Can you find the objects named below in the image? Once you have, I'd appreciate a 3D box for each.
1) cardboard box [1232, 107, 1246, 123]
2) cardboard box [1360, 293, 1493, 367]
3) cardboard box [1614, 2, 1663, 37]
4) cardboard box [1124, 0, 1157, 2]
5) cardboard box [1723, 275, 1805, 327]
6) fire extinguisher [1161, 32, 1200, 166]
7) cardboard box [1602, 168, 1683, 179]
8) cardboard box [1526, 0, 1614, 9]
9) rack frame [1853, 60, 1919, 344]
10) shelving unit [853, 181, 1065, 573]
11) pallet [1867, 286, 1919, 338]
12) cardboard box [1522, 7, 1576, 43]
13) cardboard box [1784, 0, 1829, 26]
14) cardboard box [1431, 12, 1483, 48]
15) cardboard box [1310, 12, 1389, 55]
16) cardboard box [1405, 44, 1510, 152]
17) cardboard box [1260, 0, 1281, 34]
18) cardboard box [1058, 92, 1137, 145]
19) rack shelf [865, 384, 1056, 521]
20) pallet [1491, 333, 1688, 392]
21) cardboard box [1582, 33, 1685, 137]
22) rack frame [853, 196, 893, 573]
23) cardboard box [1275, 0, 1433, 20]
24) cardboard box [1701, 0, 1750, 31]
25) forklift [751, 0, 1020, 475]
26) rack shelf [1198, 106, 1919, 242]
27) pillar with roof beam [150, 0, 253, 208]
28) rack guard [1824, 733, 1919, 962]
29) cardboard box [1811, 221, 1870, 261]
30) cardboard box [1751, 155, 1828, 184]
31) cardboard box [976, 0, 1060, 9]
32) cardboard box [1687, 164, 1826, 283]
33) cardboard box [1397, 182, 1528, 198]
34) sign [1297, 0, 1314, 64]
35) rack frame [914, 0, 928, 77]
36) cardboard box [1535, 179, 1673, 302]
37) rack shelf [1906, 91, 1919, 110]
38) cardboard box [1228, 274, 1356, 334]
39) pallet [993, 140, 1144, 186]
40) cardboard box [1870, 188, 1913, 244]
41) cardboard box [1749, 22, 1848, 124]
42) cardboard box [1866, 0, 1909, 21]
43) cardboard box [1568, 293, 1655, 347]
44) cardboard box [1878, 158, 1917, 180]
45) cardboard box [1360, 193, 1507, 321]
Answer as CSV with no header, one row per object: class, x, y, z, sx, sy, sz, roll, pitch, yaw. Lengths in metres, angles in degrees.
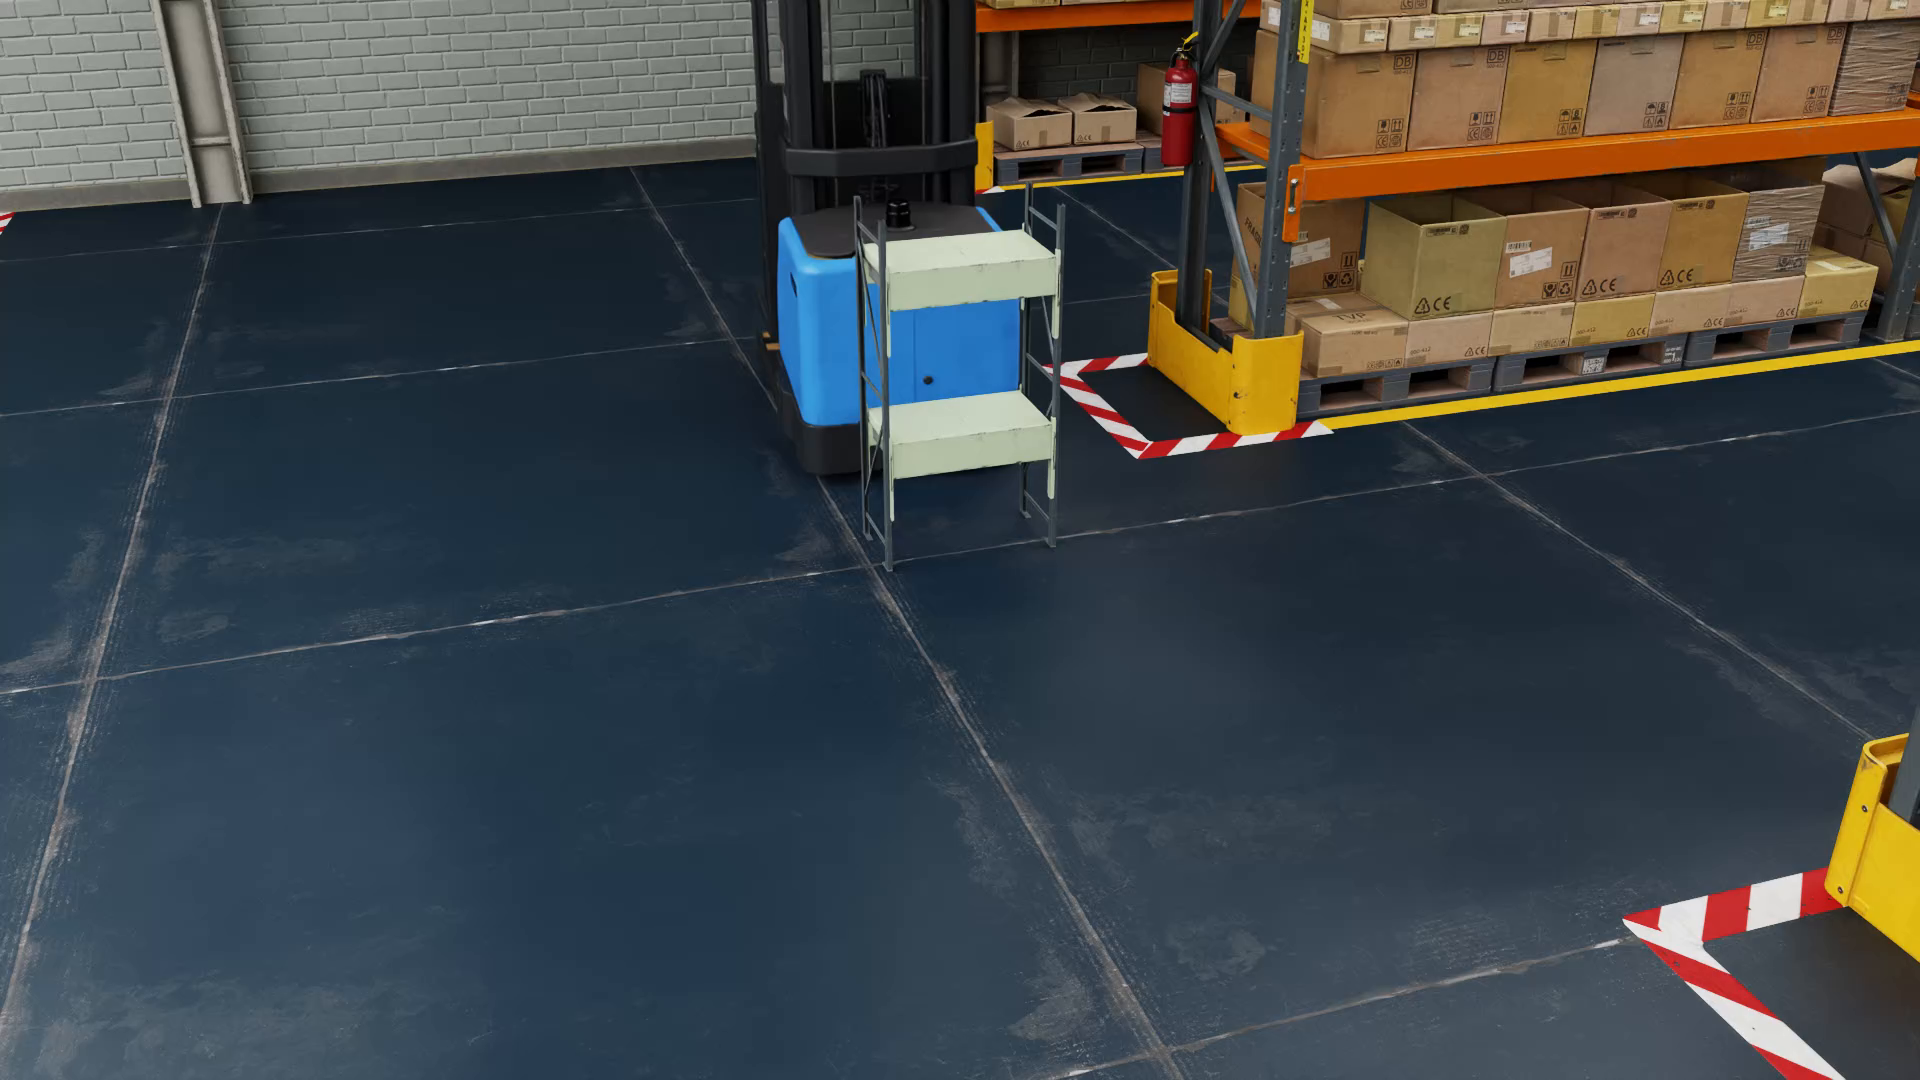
cardboard box,2.129,-3.484,13.605,0.250,0.149,0.380,-11,28,-20
cardboard box,2.443,-1.137,8.787,0.500,0.250,0.500,-8,28,-16
cardboard box,3.292,-2.640,8.353,0.250,0.149,0.380,-8,27,-16
cardboard box,1.390,-4.244,12.572,0.500,0.250,0.500,-9,28,-17
cardboard box,4.342,-1.417,9.351,0.500,0.250,0.500,-8,28,-16
fire extinguisher,1.134,-2.276,8.548,0.183,0.674,0.296,-8,28,-16
cardboard box,3.705,-1.905,9.490,0.500,0.500,0.500,-8,28,-16
cardboard box,2.866,-2.967,8.282,0.500,0.500,0.700,-8,28,-16
rack frame,5.194,-2.681,9.278,0.127,3.000,1.000,-8,28,-16
shelving unit,-0.006,-0.671,6.915,0.755,1.500,0.431,-8,28,-16
pallet,5.882,-1.550,10.135,1.213,0.211,1.003,-8,28,-16
cardboard box,2.811,-2.572,8.215,0.250,0.149,0.380,-9,28,-18
cardboard box,4.268,-2.782,8.638,0.250,0.149,0.380,-8,28,-16
cardboard box,2.318,-2.500,8.071,0.250,0.149,0.380,-8,28,-16
cardboard box,1.830,-2.429,7.927,0.250,0.149,0.380,-8,28,-16
cardboard box,2.336,-2.309,8.414,0.500,0.500,0.700,-8,27,-15
cardboard box,1.694,-2.599,8.270,0.250,0.149,0.380,-9,28,-17
cardboard box,1.080,-3.353,13.160,0.500,0.311,0.500,-6,27,-12
rack shelf,-0.006,-0.379,7.060,0.720,0.370,0.431,-8,28,-16
pallet,3.262,-1.171,9.371,1.213,0.211,1.003,-8,28,-16
cardboard box,3.309,-2.449,8.696,0.500,0.500,0.700,-7,27,-15
rack frame,-0.354,-0.620,6.813,0.023,1.500,0.400,-8,28,-16
cardboard box,1.888,-2.823,7.991,0.500,0.500,0.700,-8,28,-16
cardboard box,3.793,-2.714,8.502,0.250,0.149,0.380,-7,27,-15
forklift,-0.515,-2.247,8.481,1.130,2.935,3.031,-5,27,-11
rack shelf,3.292,-2.084,8.883,4.000,0.370,1.077,-8,28,-16
pillar with roof beam,-4.122,-4.727,6.652,0.400,9.000,9.100,-8,28,-16
rack guard,2.978,1.054,4.566,0.348,0.500,1.175,-8,28,-16
cardboard box,5.498,-1.818,10.158,0.500,0.250,0.500,-9,28,-17
cardboard box,4.656,-2.042,9.767,0.500,0.500,0.500,-8,28,-16
cardboard box,0.415,-4.099,12.280,0.500,0.250,0.500,-9,28,-18
cardboard box,4.341,-1.754,9.185,0.500,0.500,0.500,-8,28,-16
cardboard box,2.754,-1.767,9.212,0.500,0.500,0.500,-8,28,-16
sign,1.556,-2.318,7.484,0.005,0.325,0.100,-8,28,-16
rack frame,-0.147,-4.224,12.386,0.127,3.000,1.000,-8,28,-16
cardboard box,3.396,-1.608,8.893,0.500,0.500,0.500,-8,28,-16
rack shelf,7.095,-2.635,9.992,4.000,0.370,1.077,-8,28,-16
cardboard box,1.809,-1.286,9.087,0.500,0.250,0.500,-8,28,-16
pallet,0.708,-3.083,13.222,1.213,0.211,1.003,-8,28,-16
cardboard box,5.664,-1.841,9.574,0.500,0.311,0.500,-8,28,-16
cardboard box,4.274,-2.587,8.975,0.500,0.500,0.700,-9,28,-17
cardboard box,4.766,-2.855,8.786,0.250,0.149,0.380,-9,28,-17
cardboard box,3.396,-1.273,9.060,0.500,0.250,0.500,-8,28,-16
cardboard box,5.983,-2.140,10.177,0.500,0.311,0.500,-7,27,-15
cardboard box,2.444,-1.472,8.619,0.500,0.500,0.500,-8,28,-16
